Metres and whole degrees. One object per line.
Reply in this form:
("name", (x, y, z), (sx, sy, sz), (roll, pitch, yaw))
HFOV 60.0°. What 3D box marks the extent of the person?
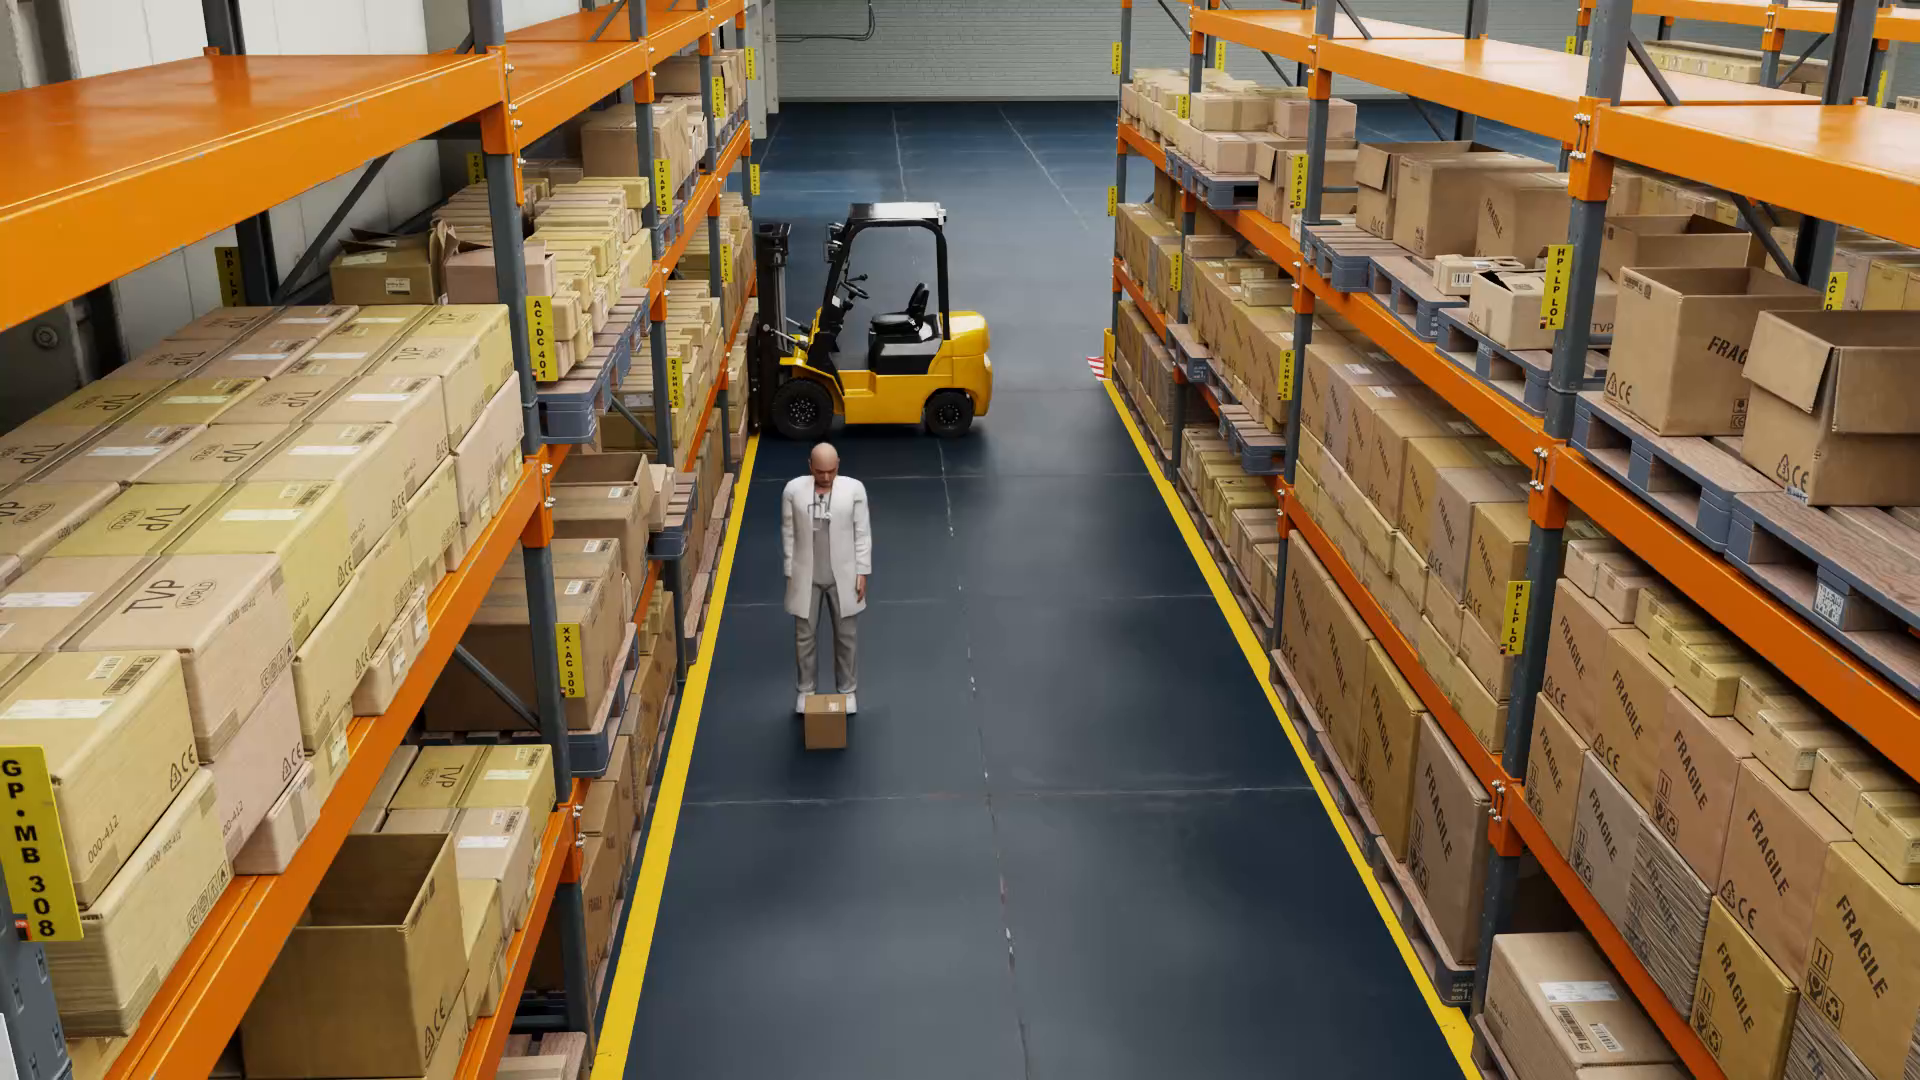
("person", (-0.838, 0.238, 10.473), (0.560, 1.771, 0.380), (0, 20, -1))
